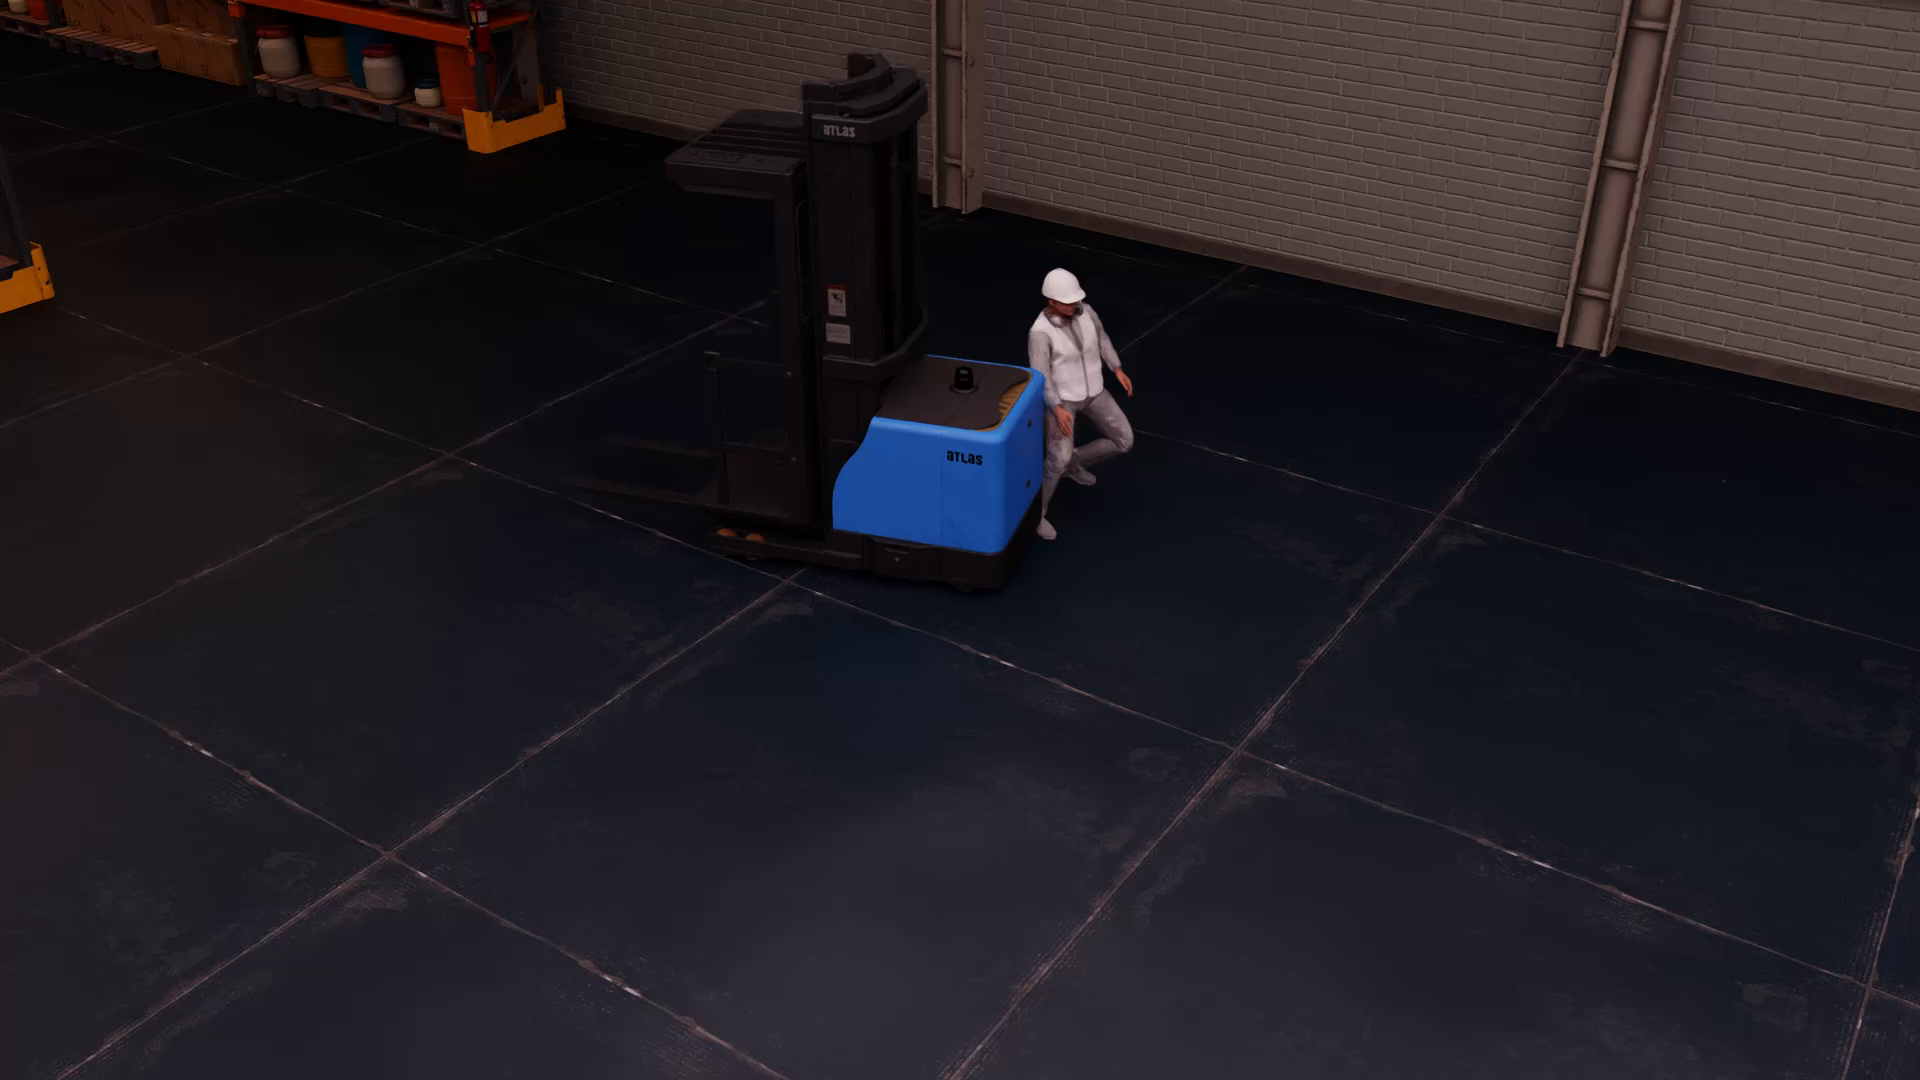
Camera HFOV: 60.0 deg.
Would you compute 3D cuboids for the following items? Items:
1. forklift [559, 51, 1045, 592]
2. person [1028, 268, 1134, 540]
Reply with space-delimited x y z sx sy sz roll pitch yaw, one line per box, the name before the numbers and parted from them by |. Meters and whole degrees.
forklift | -1.041 -1.380 9.958 3.031 2.935 1.130 9 31 15
person | 0.726 -0.892 10.429 0.780 1.639 0.681 -19 35 -30
